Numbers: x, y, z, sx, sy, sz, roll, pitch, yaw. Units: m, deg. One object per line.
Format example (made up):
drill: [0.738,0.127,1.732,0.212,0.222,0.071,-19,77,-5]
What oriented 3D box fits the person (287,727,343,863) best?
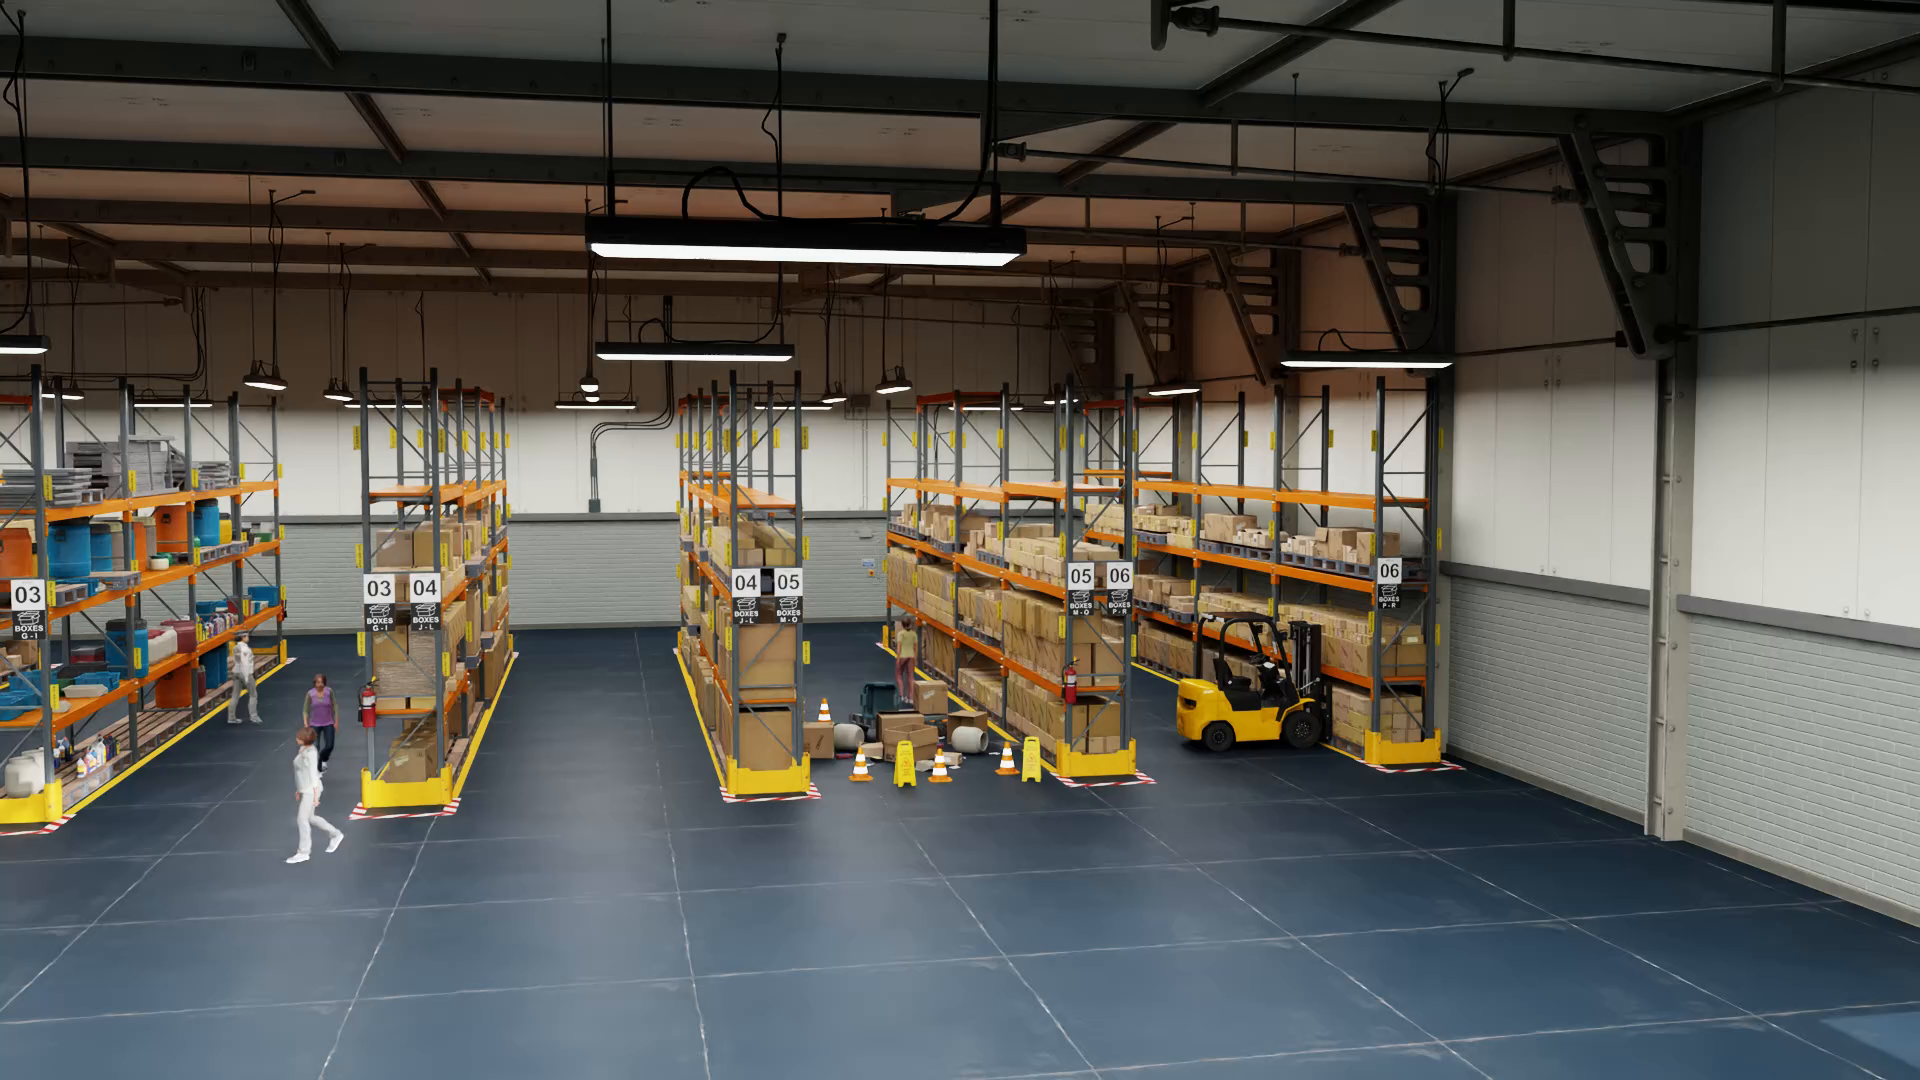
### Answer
person: [-7.740,3.016,19.911,0.691,1.591,0.406,-2,4,-32]

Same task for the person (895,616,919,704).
person: [-1.006,2.311,31.672,0.475,1.717,0.595,-2,4,-25]

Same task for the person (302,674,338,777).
person: [-9.507,2.773,24.724,0.500,1.547,0.475,-1,4,-21]

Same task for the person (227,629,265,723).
person: [-12.730,2.451,29.445,0.529,1.716,0.620,2,4,28]
